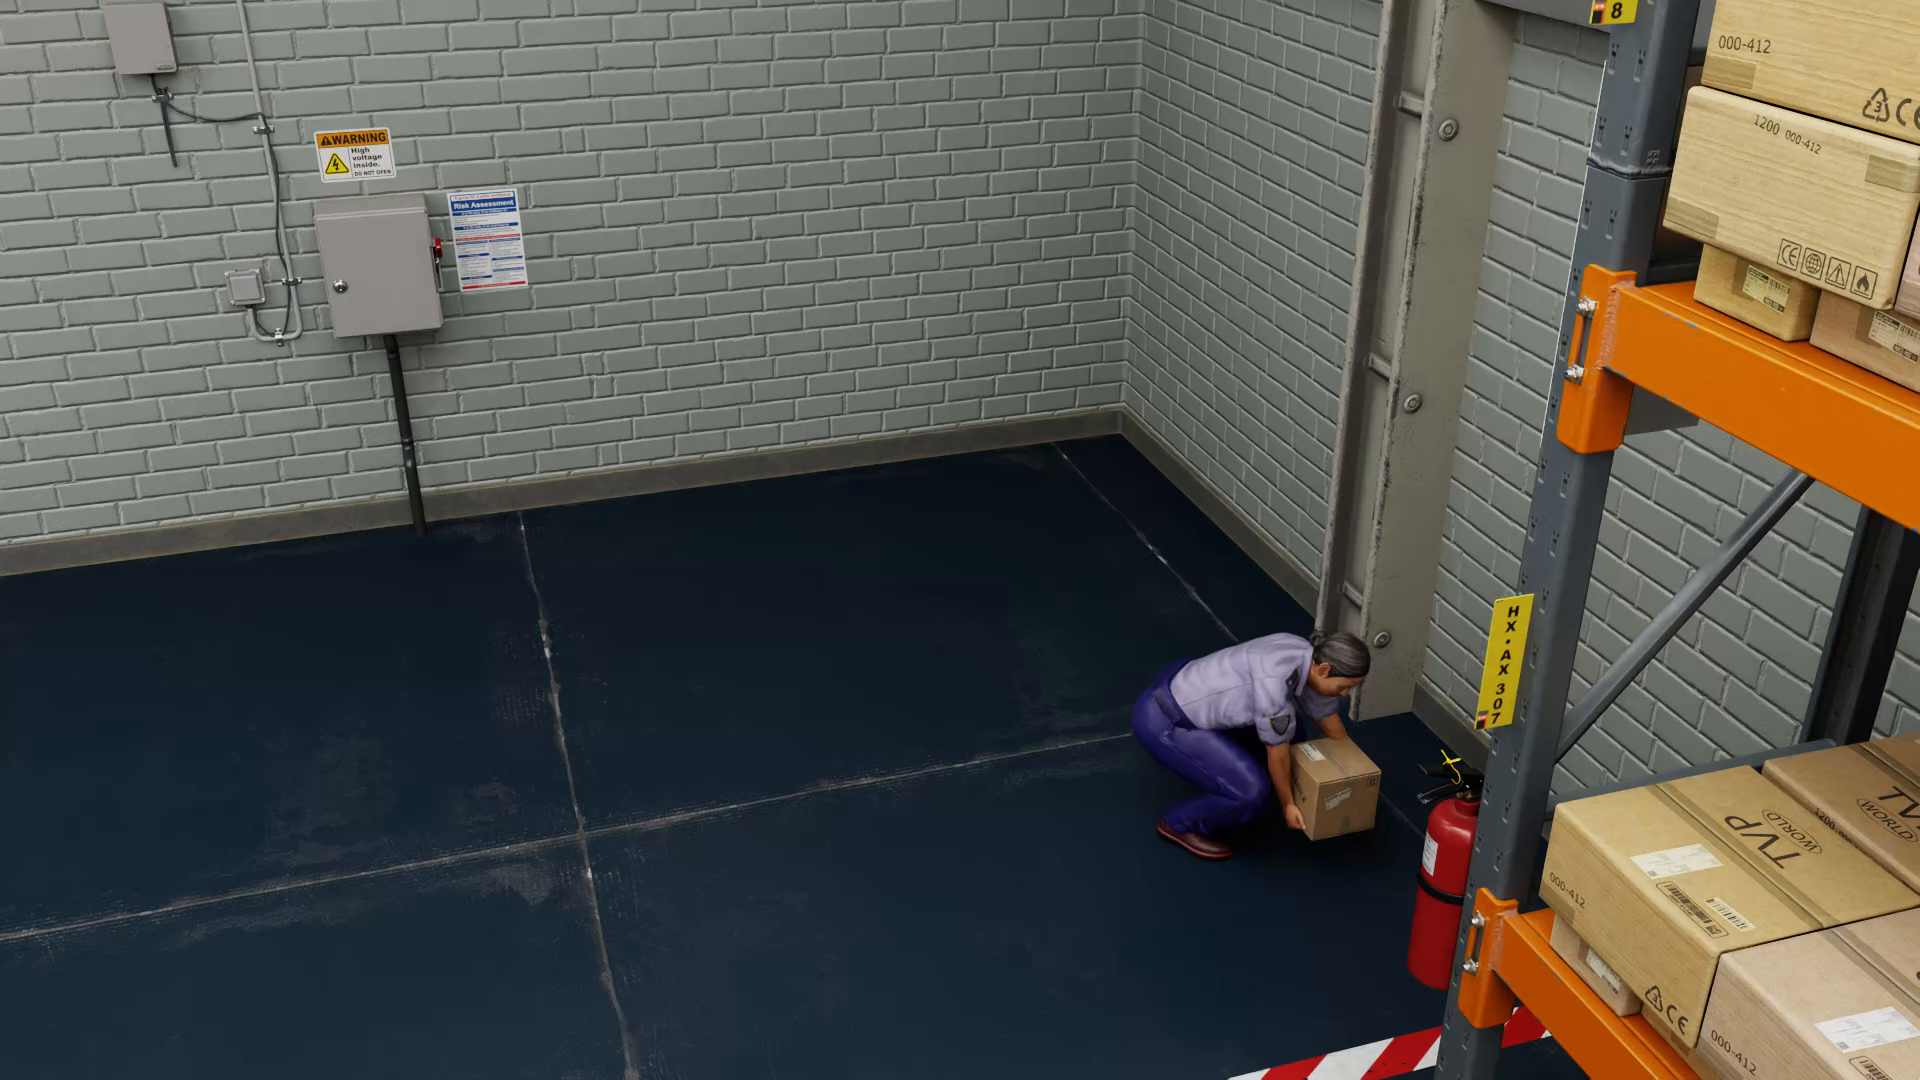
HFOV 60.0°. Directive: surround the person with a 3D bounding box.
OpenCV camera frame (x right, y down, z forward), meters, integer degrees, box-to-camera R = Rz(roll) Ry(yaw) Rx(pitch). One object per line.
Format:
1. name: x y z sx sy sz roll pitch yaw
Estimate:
1. person: 1.073 0.706 6.032 0.888 0.932 0.494 14 30 26
